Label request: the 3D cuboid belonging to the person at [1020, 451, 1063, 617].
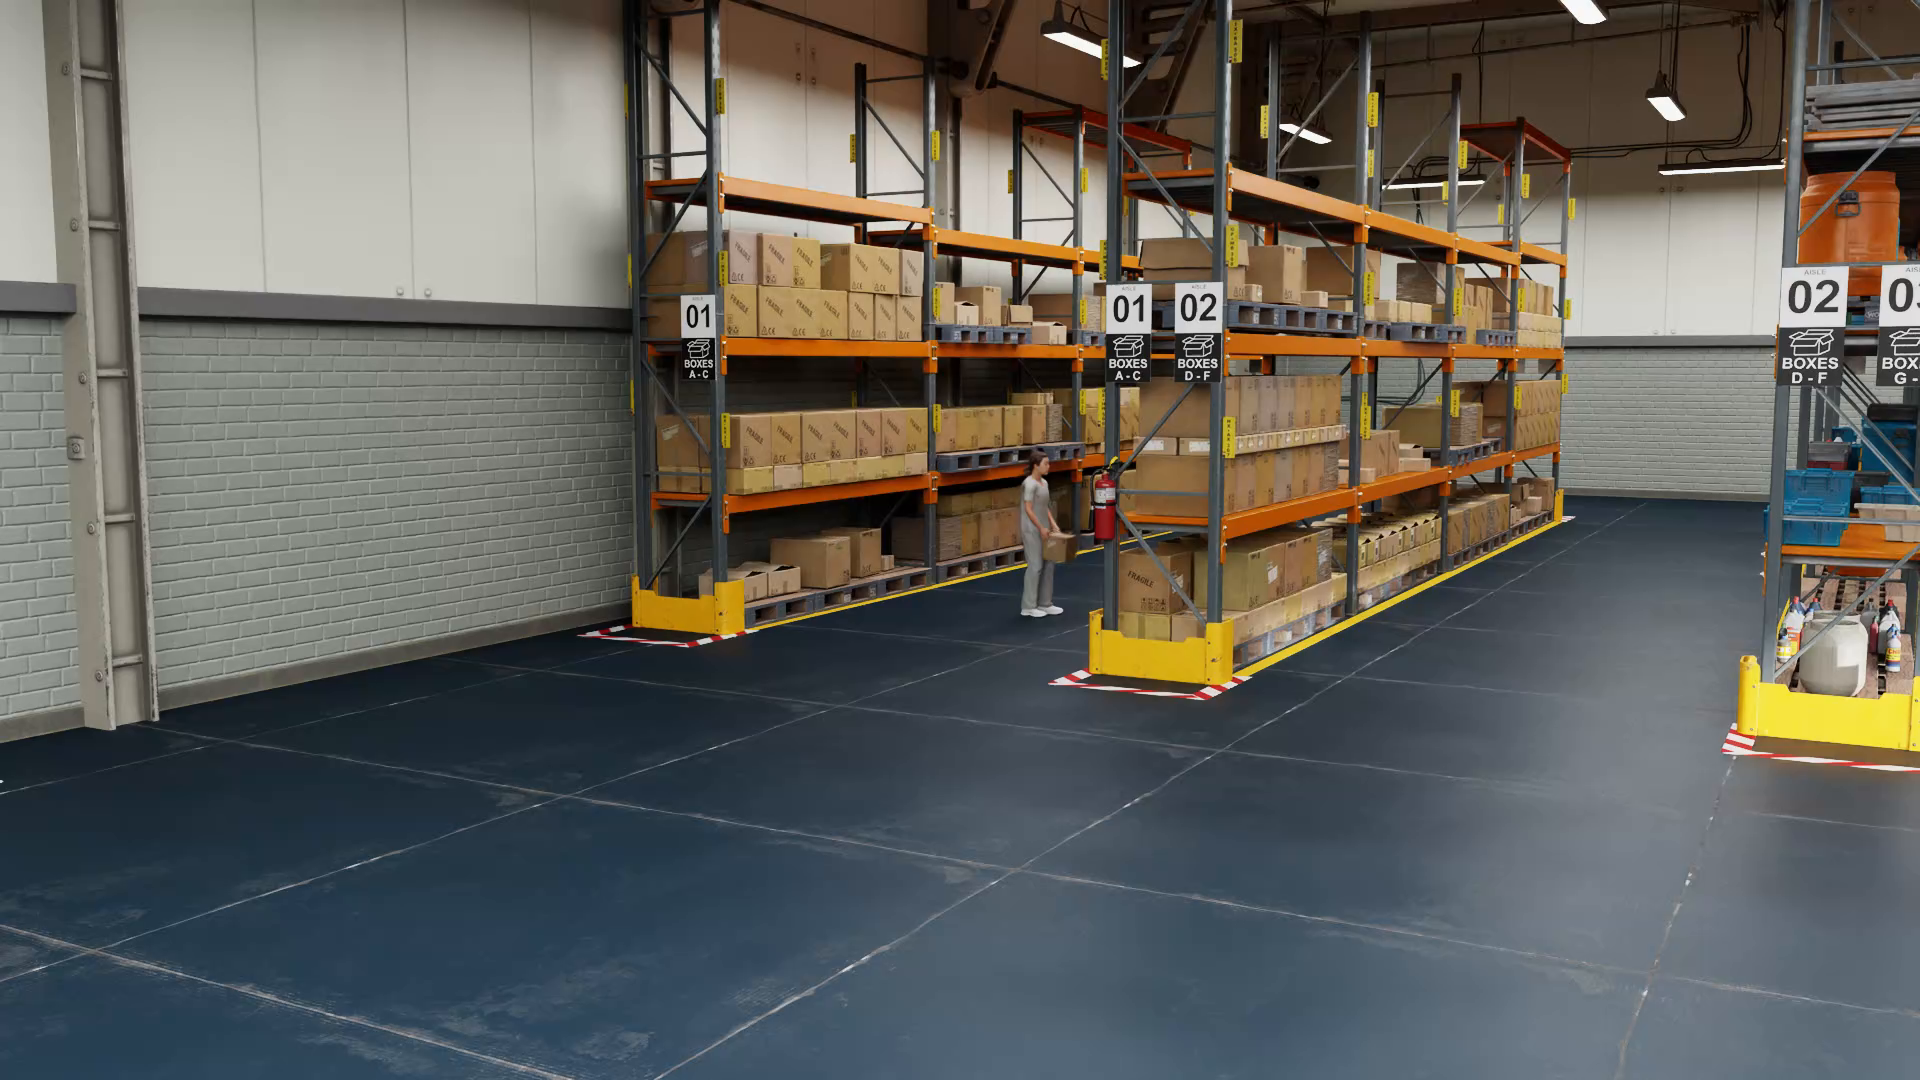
[{"bbox_3d":[0.826,-0.070,16.982,0.420,1.676,0.467,3,7,27],"label":"person"}]
